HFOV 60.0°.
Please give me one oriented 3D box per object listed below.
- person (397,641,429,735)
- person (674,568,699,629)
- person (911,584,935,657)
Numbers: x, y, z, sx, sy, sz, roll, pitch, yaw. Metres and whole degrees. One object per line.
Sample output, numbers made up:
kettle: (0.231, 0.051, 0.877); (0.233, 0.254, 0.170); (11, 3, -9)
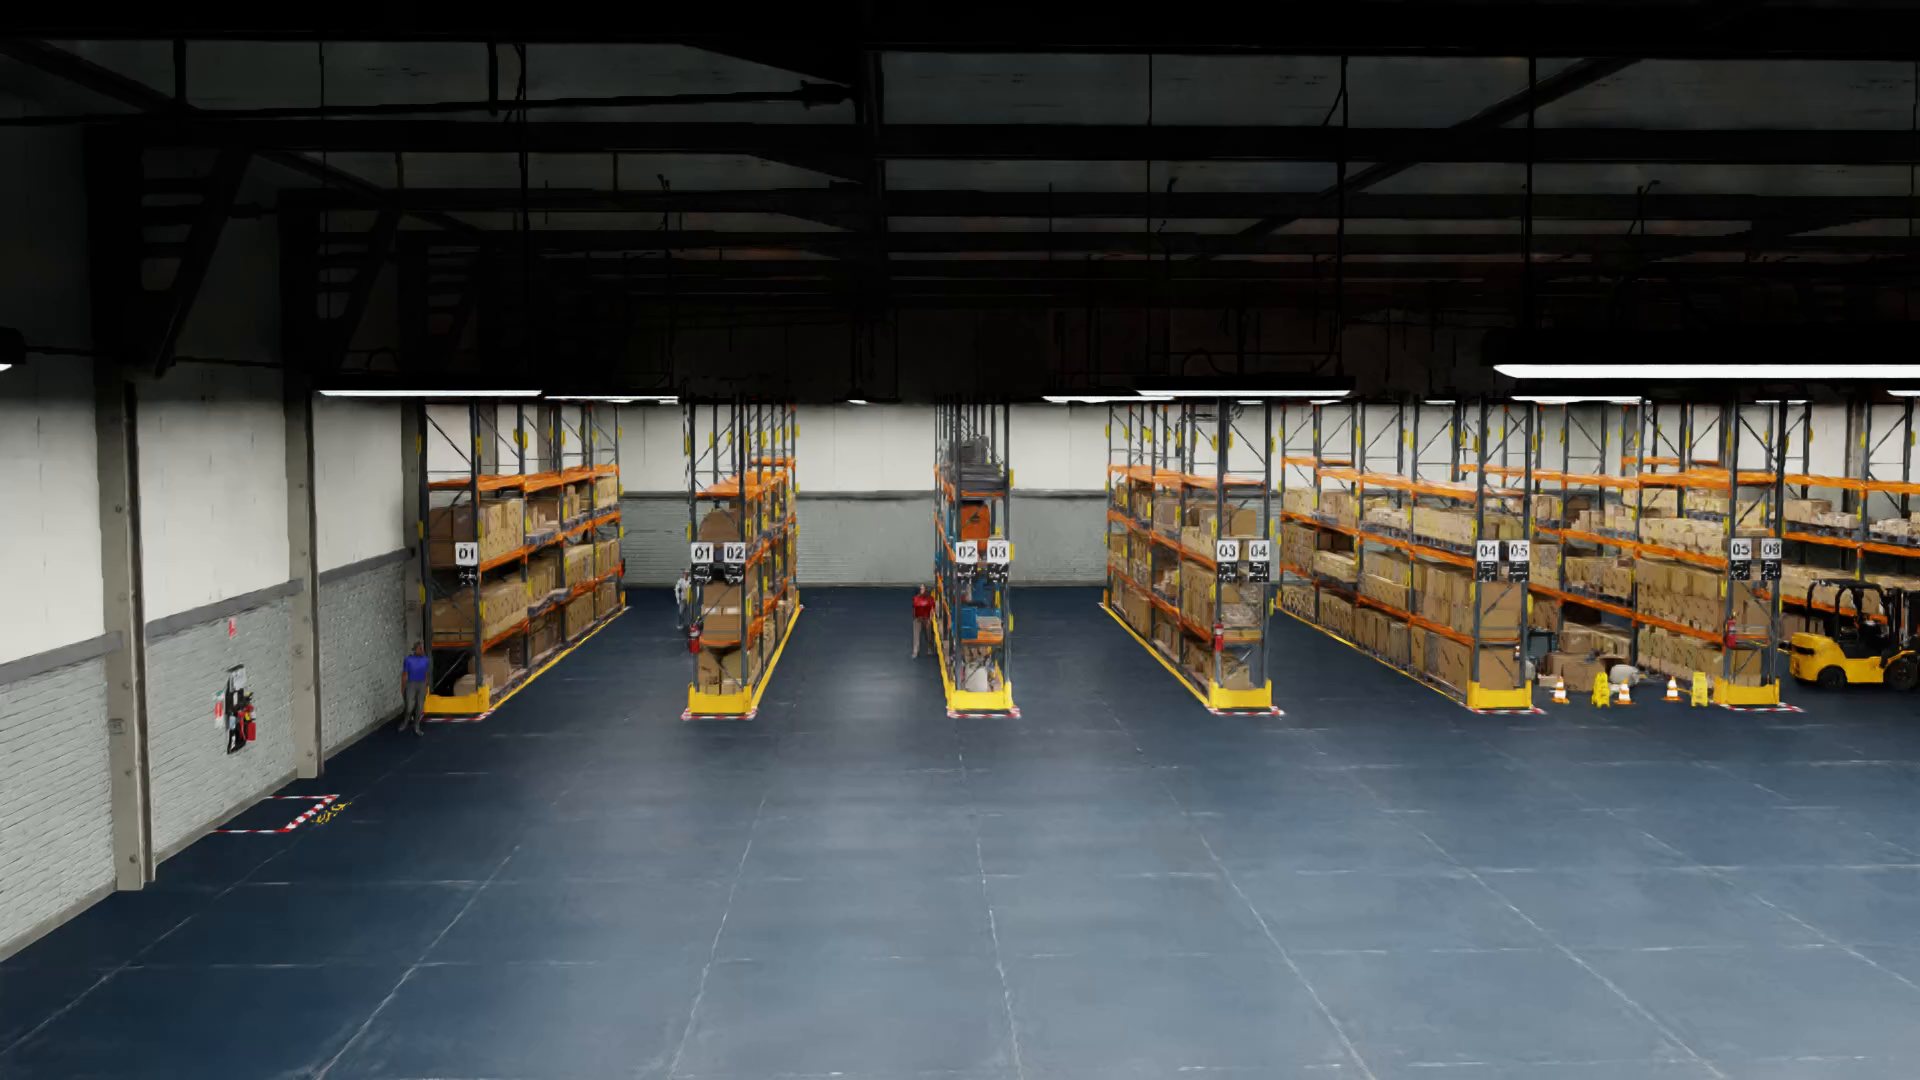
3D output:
person: (-9.566, 2.582, 29.079); (0.521, 1.636, 0.509); (-4, 6, -40)
person: (-6.990, 1.507, 42.579); (0.639, 1.632, 0.498); (0, 5, -4)
person: (-0.834, 1.834, 38.024); (0.533, 1.658, 1.040); (1, 5, 6)
